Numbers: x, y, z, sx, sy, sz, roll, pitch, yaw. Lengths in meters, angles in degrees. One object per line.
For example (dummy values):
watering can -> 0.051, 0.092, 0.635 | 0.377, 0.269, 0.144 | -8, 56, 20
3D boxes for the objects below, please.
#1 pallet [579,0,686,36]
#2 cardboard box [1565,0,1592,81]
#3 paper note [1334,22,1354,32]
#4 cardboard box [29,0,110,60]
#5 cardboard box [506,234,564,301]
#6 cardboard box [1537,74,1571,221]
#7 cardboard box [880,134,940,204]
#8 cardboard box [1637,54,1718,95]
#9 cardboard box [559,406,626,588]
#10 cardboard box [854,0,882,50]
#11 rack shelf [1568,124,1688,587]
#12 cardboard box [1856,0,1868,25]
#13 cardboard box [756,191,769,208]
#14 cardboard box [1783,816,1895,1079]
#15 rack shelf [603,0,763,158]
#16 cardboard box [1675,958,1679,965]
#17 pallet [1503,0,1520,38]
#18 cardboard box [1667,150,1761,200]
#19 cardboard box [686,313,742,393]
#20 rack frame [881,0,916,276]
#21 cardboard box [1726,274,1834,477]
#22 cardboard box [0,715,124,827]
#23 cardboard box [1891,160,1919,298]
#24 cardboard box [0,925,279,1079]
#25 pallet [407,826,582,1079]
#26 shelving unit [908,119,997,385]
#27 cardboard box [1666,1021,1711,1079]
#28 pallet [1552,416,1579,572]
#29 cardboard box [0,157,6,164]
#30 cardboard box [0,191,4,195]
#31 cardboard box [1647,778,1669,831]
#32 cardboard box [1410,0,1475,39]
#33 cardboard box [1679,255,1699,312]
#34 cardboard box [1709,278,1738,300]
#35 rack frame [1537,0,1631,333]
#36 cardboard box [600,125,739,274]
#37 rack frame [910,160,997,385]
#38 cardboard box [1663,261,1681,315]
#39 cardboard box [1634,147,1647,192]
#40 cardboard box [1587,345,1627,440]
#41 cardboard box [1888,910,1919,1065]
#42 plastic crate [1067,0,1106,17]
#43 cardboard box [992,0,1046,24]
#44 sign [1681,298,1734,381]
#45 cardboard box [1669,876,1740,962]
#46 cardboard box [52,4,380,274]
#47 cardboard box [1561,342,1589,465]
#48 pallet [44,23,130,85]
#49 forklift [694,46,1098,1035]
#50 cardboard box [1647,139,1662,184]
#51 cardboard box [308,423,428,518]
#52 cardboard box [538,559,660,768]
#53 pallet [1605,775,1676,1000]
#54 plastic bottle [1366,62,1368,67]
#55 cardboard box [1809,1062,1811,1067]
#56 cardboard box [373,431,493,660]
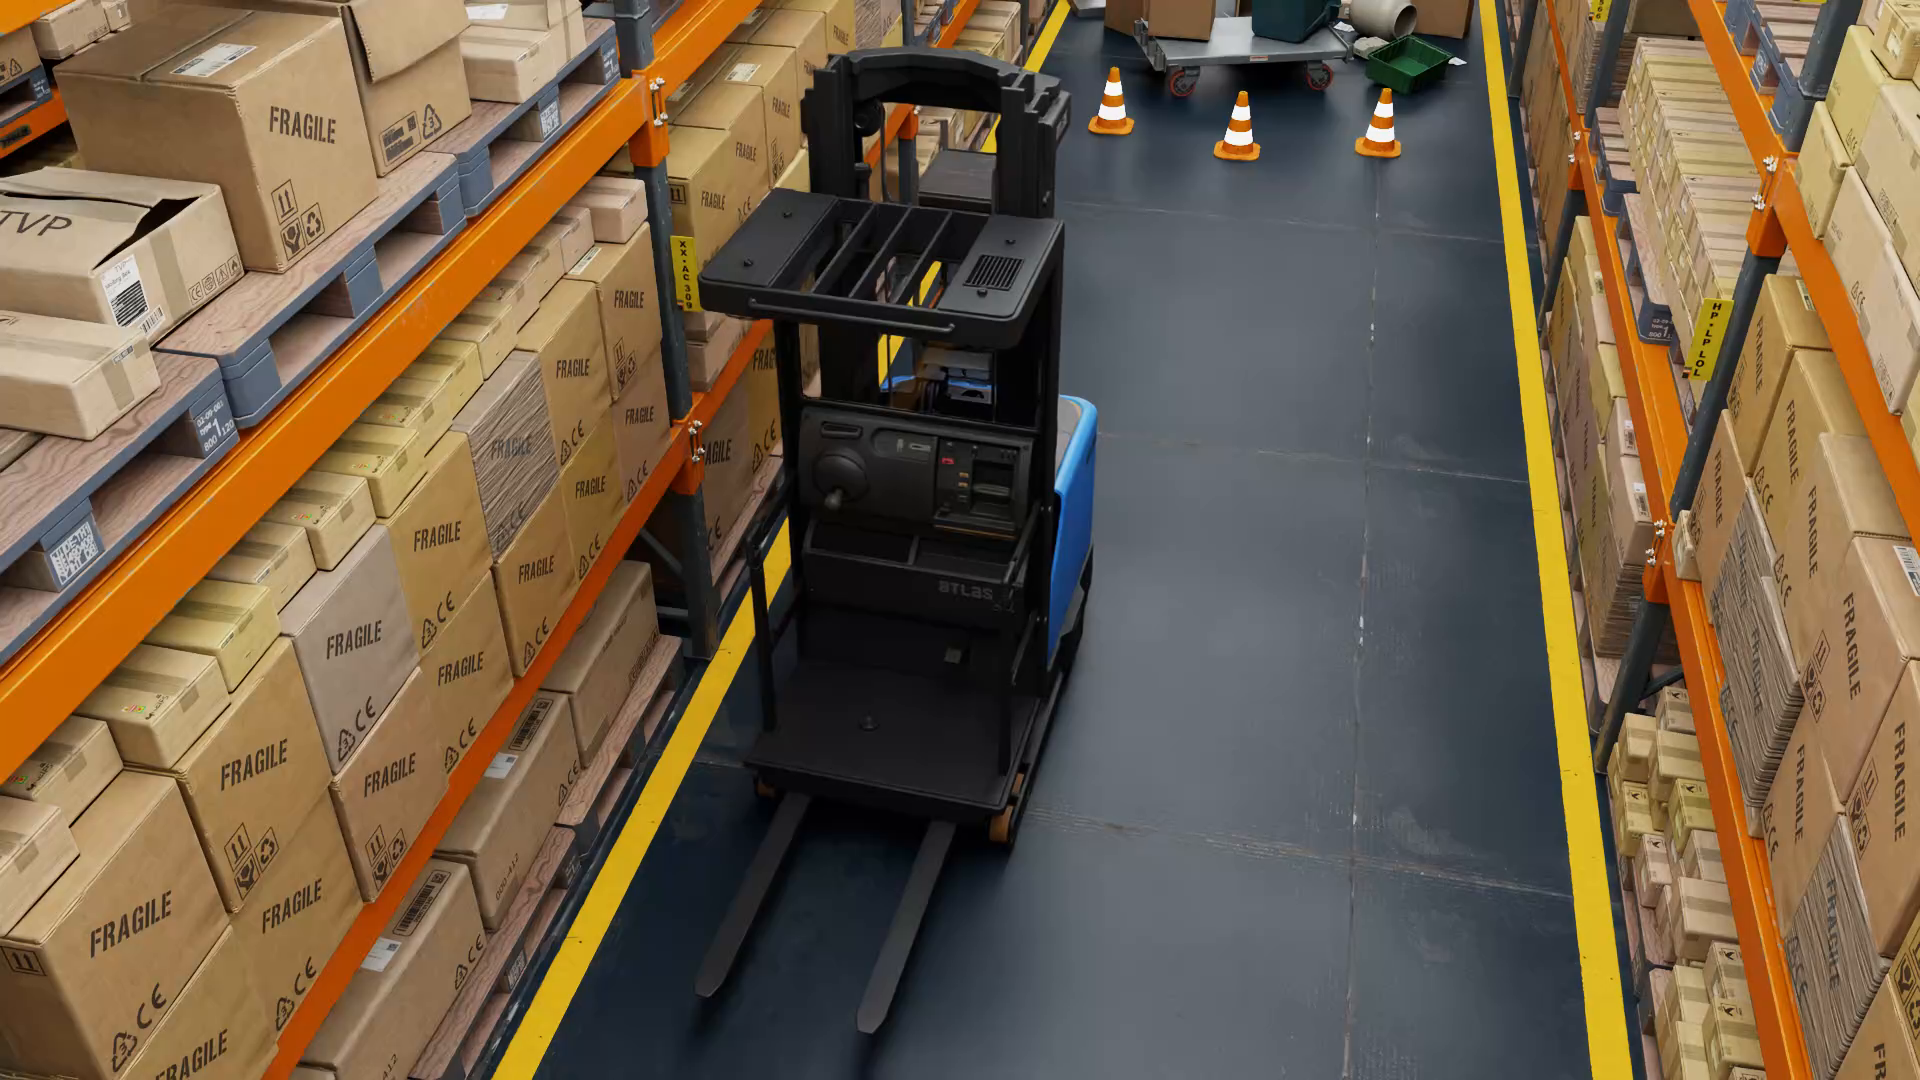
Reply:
pallet -> -1.485, -2.412, 6.900 | 0.805, 0.209, 1.217 | 6, 36, 8
cardboard box -> 4.021, -3.092, 10.145 | 0.500, 0.500, 0.500 | 7, 37, 10
paper note -> 3.436, -4.570, 14.806 | 0.172, 0.023, 0.155 | 20, 41, 26
cardboard box -> -5.537, -3.121, 10.040 | 0.500, 0.250, 0.500 | 6, 36, 8
cardboard box -> -1.612, -0.956, 5.793 | 0.380, 0.149, 0.250 | 7, 37, 10
cardboard box -> 4.481, -2.573, 11.073 | 1.050, 0.750, 0.750 | 8, 37, 11
cardboard box -> -0.648, -2.465, 11.247 | 0.950, 0.372, 0.625 | 5, 36, 7
cardboard box -> 3.737, -2.388, 8.609 | 0.380, 0.149, 0.250 | 6, 36, 9
cardboard box -> -1.586, -0.190, 6.142 | 0.500, 0.500, 0.500 | 6, 36, 9
cardboard box -> -0.734, -2.858, 8.970 | 0.500, 0.500, 0.500 | 8, 37, 11
rack shelf -> 3.652, -1.036, 8.007 | 1.077, 0.370, 4.000 | 7, 37, 10
cardboard box -> 3.413, -1.809, 5.462 | 0.700, 0.500, 0.500 | 7, 37, 10
cardboard box -> -1.179, -1.404, 7.604 | 0.500, 0.250, 0.500 | 8, 37, 11
cardboard box -> 2.429, 1.075, 4.142 | 0.500, 0.500, 0.500 | 7, 37, 10
rack shelf -> -1.205, -2.813, 7.903 | 1.077, 0.370, 4.000 | 7, 37, 10
cardboard box -> 2.746, 1.584, 5.850 | 0.380, 0.149, 0.250 | 6, 36, 8
pallet -> 5.431, -4.766, 14.916 | 1.003, 0.211, 1.213 | 7, 37, 10
cardboard box -> 3.455, -1.646, 7.585 | 0.380, 0.149, 0.250 | 7, 36, 9
cardboard box -> -1.280, -0.902, 7.336 | 0.500, 0.250, 0.500 | 6, 36, 9
rack frame -> -0.778, -3.037, 10.154 | 1.000, 3.000, 0.127 | 7, 37, 10
cardboard box -> 2.891, -0.519, 5.489 | 0.500, 0.500, 0.500 | 8, 37, 11
cardboard box -> -2.154, 0.514, 3.765 | 0.380, 0.149, 0.250 | 8, 37, 11
cardboard box -> 2.656, -0.720, 4.103 | 0.500, 0.250, 0.500 | 8, 37, 11
cardboard box -> -2.104, 1.270, 4.127 | 0.500, 0.500, 0.500 | 7, 37, 10
pallet -> -2.130, 1.513, 6.252 | 1.003, 0.211, 1.213 | 7, 37, 10
shelving unit -> 0.041, -0.901, 7.974 | 0.431, 2.100, 0.503 | 9, 37, 12
cardboard box -> 2.516, 1.735, 5.388 | 0.380, 0.149, 0.250 | 8, 37, 10
pallet -> 3.648, -0.200, 8.616 | 1.003, 0.211, 1.213 | 7, 37, 10
cardboard box -> -6.250, -2.372, 10.456 | 0.380, 0.149, 0.250 | 6, 36, 8
cardboard box -> -5.797, -2.006, 9.951 | 0.380, 0.149, 0.250 | 6, 36, 8
cardboard box -> 2.869, 1.007, 6.393 | 0.380, 0.149, 0.250 | 8, 37, 10
cardboard box -> 4.263, -4.775, 14.680 | 0.500, 0.500, 0.500 | 14, 38, 18
cardboard box -> 3.282, -1.073, 7.047 | 0.380, 0.149, 0.250 | 6, 36, 8
cardboard box -> 3.177, -0.899, 6.554 | 0.380, 0.149, 0.250 | 6, 36, 9
rack frame -> 4.079, -2.474, 9.378 | 1.000, 3.000, 0.127 | 7, 37, 10
cardboard box -> -1.258, -1.405, 6.965 | 0.500, 0.500, 0.500 | 8, 37, 11
rack frame -> -0.022, -0.762, 7.783 | 0.400, 2.100, 0.015 | 9, 37, 12
cardboard box -> 3.334, -1.097, 7.334 | 0.380, 0.149, 0.250 | 6, 36, 8
cardboard box -> 3.616, -1.848, 8.370 | 0.380, 0.149, 0.250 | 9, 37, 12
cardboard box -> 3.359, -0.699, 8.062 | 0.500, 0.250, 0.500 | 6, 36, 8
cardboard box -> 2.334, 0.962, 3.445 | 0.500, 0.500, 0.500 | 6, 36, 8
plastic crate -> 1.213, -4.945, 15.275 | 0.402, 0.080, 0.583 | -5, 36, -6
cardboard box -> 0.466, -4.691, 14.422 | 0.500, 0.250, 0.500 | 6, 36, 8
sign -> 2.682, -0.717, 5.967 | 0.100, 0.325, 0.005 | 7, 37, 10
cardboard box -> 2.659, 1.324, 5.702 | 0.380, 0.149, 0.250 | 8, 37, 11
cardboard box -> -1.910, -1.053, 4.332 | 0.500, 0.500, 0.500 | 8, 37, 11
cardboard box -> 3.470, -0.675, 8.668 | 0.500, 0.500, 0.500 | 6, 36, 9
pallet -> -5.704, -3.182, 10.517 | 1.213, 0.211, 1.003 | 7, 37, 10
forklift -> -0.233, -0.199, 6.297 | 1.130, 2.935, 3.031 | 9, 37, 12
cardboard box -> 3.563, -1.814, 8.070 | 0.380, 0.149, 0.250 | 7, 37, 10
cardboard box -> -1.768, -0.211, 4.765 | 0.380, 0.149, 0.250 | 6, 36, 9
cardboard box -> -1.871, 0.470, 7.140 | 0.875, 0.438, 0.875 | 7, 36, 9
pallet -> 3.116, 1.338, 6.495 | 1.003, 0.211, 1.213 | 7, 37, 10
plastic bottle -> 3.518, -3.925, 13.884 | 0.133, 0.061, 0.283 | -11, 37, -14
cardboard box -> 2.410, 1.412, 4.231 | 0.380, 0.149, 0.250 | 6, 36, 8
cardboard box -> -1.794, -0.014, 5.047 | 0.500, 0.500, 0.500 | 7, 37, 10
